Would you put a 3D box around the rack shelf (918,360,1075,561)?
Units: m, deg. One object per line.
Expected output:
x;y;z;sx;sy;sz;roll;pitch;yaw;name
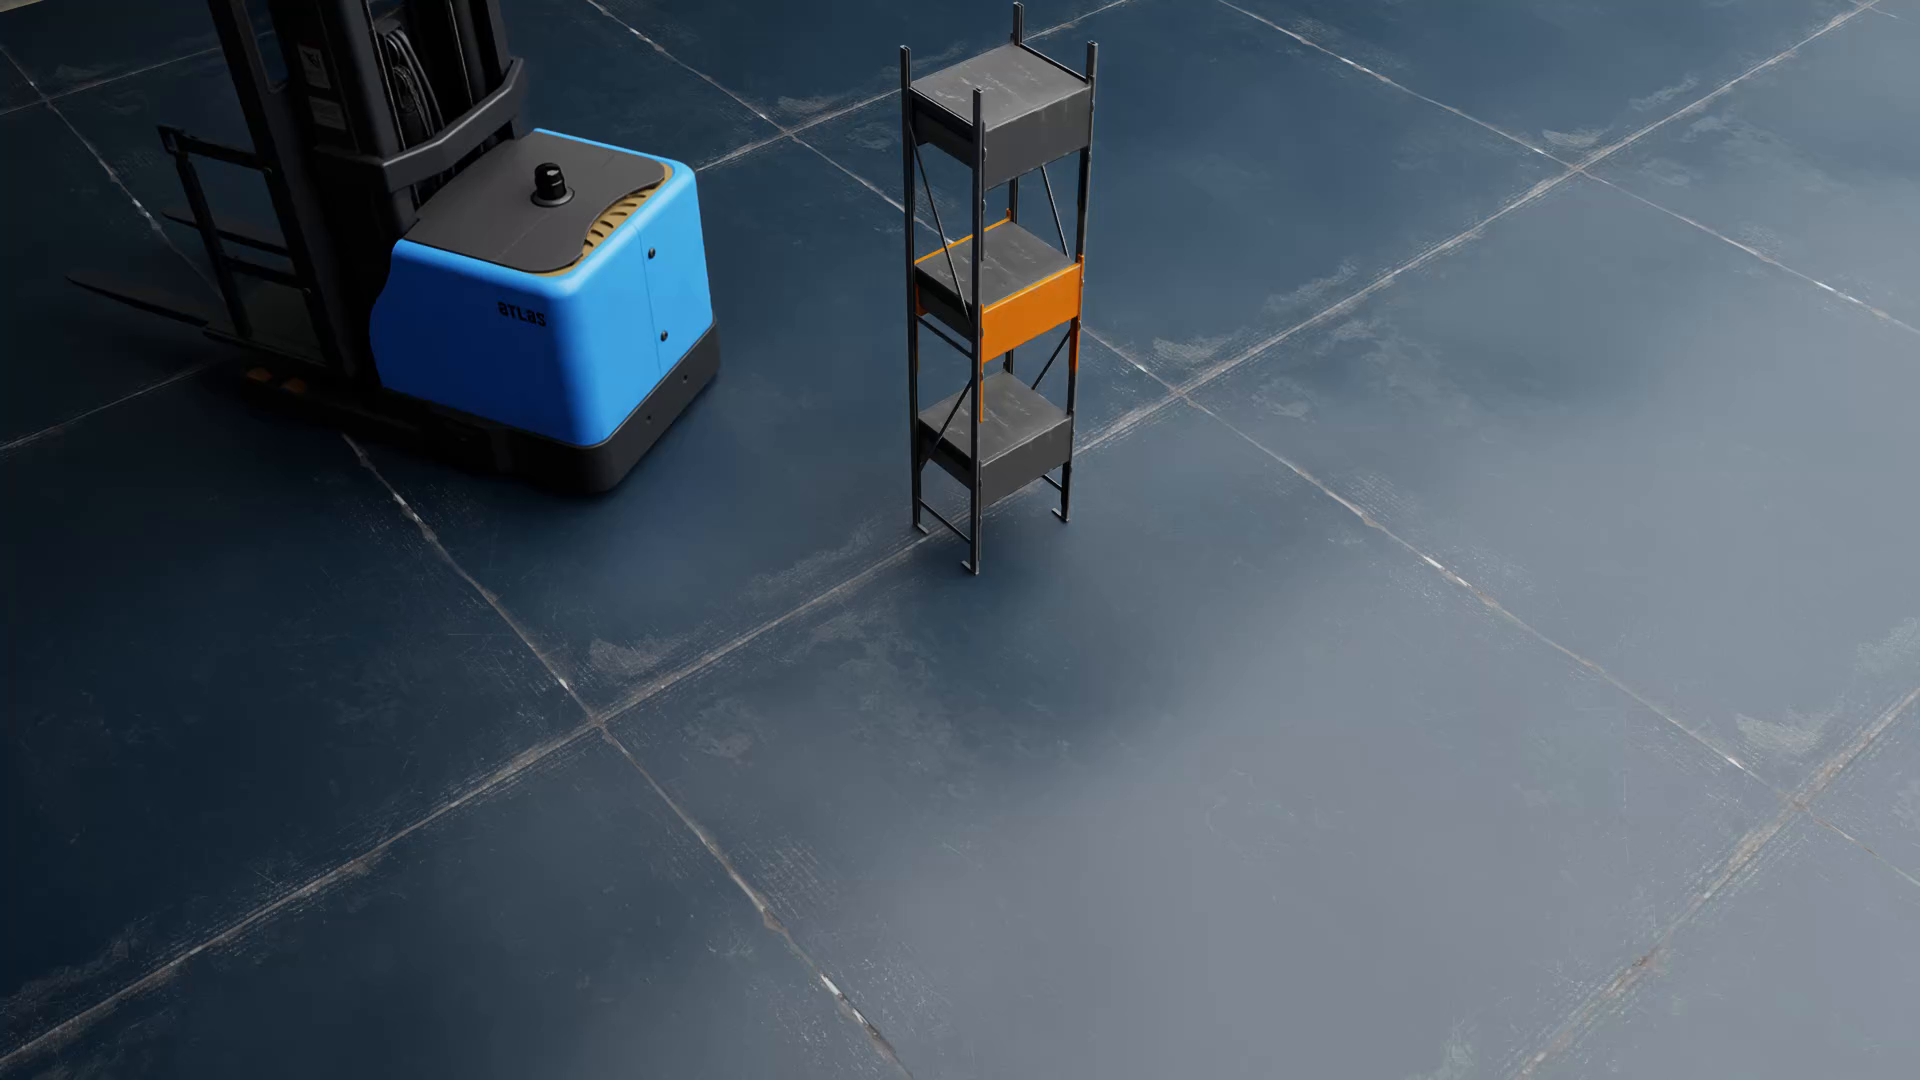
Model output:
0.127;-0.318;6.597;0.480;0.518;0.431;-30;51;-28;rack shelf

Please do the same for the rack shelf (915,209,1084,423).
0.127;-0.828;6.118;0.480;0.518;0.431;-30;51;-28;rack shelf

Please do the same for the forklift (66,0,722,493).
-2.638;-1.929;6.663;3.031;2.935;1.130;17;46;17;forklift

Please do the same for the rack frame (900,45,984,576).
-0.060;-0.731;5.994;0.015;2.100;0.400;-30;51;-28;rack frame

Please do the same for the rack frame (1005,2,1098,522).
0.314;-0.945;6.223;0.015;2.100;0.400;-30;51;-28;rack frame

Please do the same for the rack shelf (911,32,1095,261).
0.127;-1.338;5.639;0.480;0.518;0.431;-30;51;-28;rack shelf

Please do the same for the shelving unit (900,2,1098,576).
0.127;-0.838;6.109;0.503;2.100;0.431;-30;51;-28;shelving unit
